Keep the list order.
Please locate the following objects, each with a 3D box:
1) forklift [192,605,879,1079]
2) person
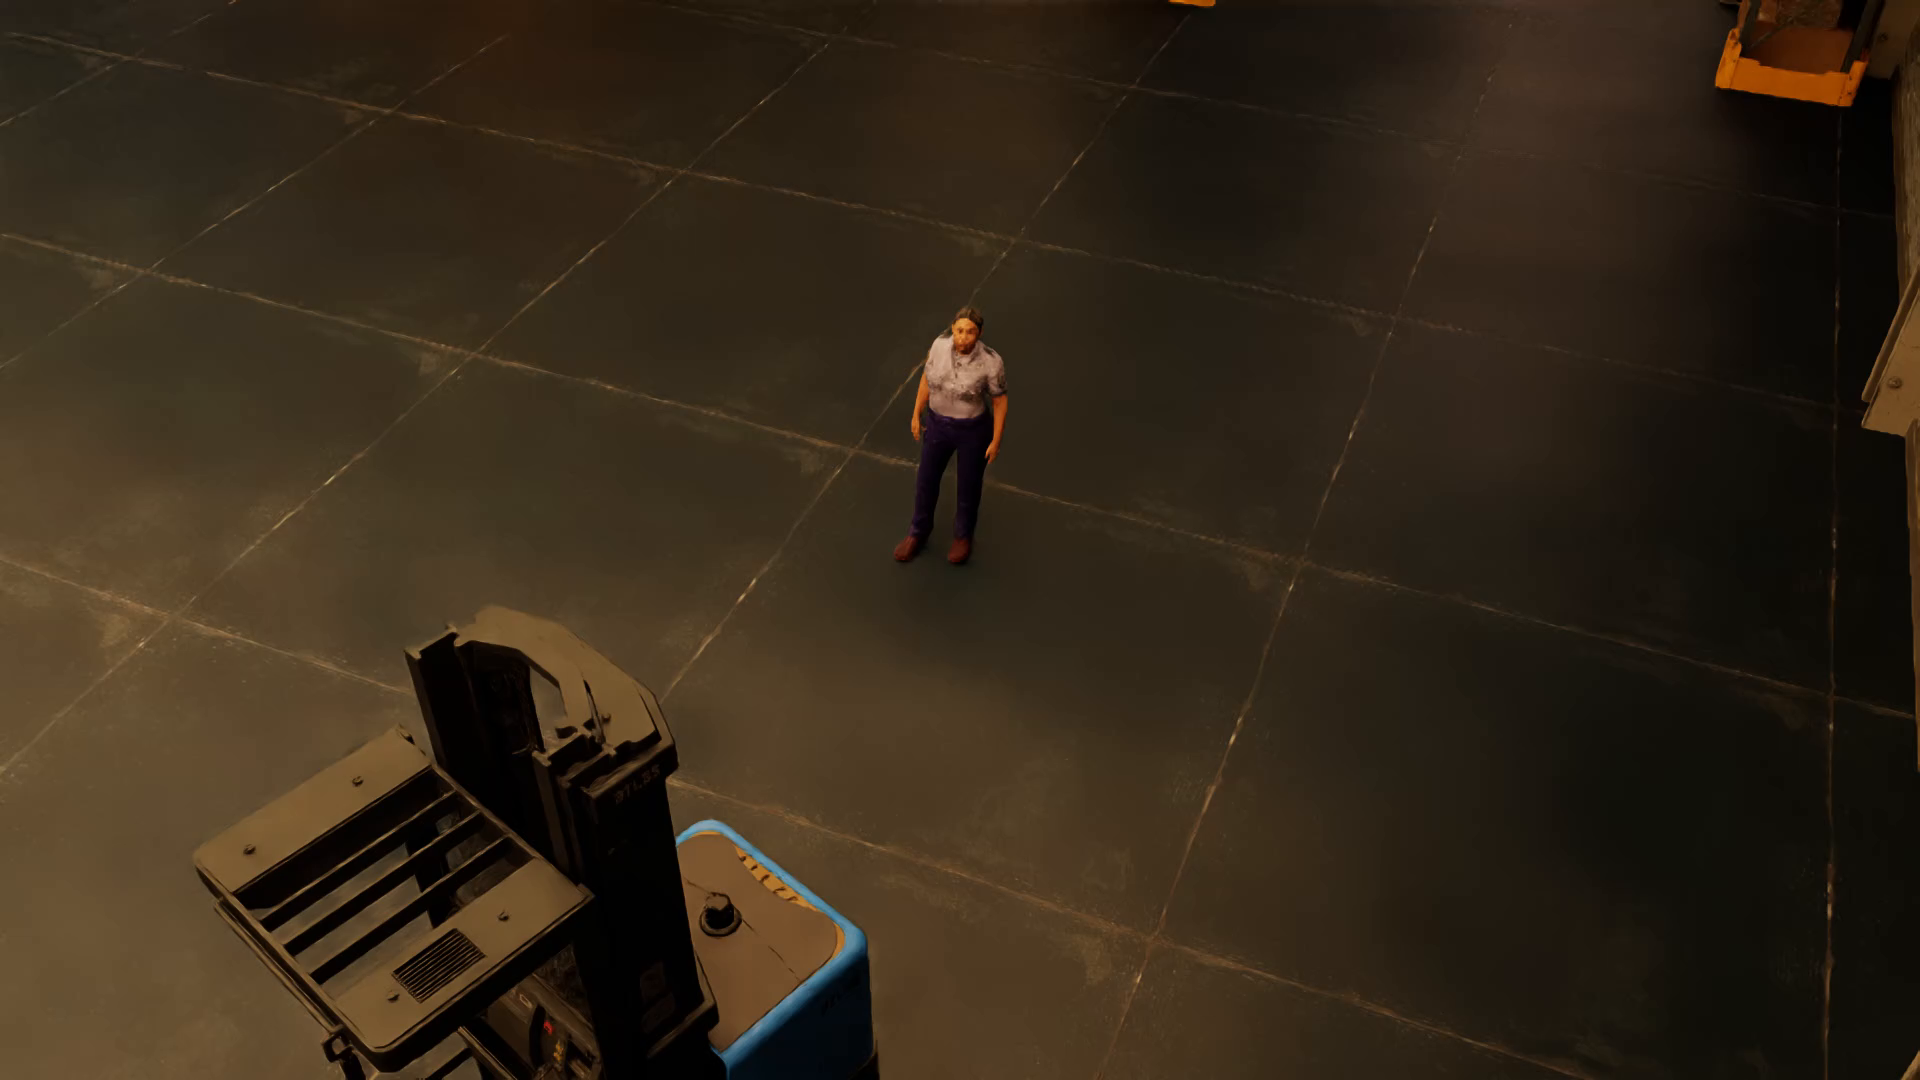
[{"bbox_3d":[-1.723,1.790,5.867,1.130,2.935,3.031,30,49,31],"label":"forklift"},{"bbox_3d":[-0.055,-0.585,9.703,0.599,1.640,0.502,15,42,17],"label":"person"}]
